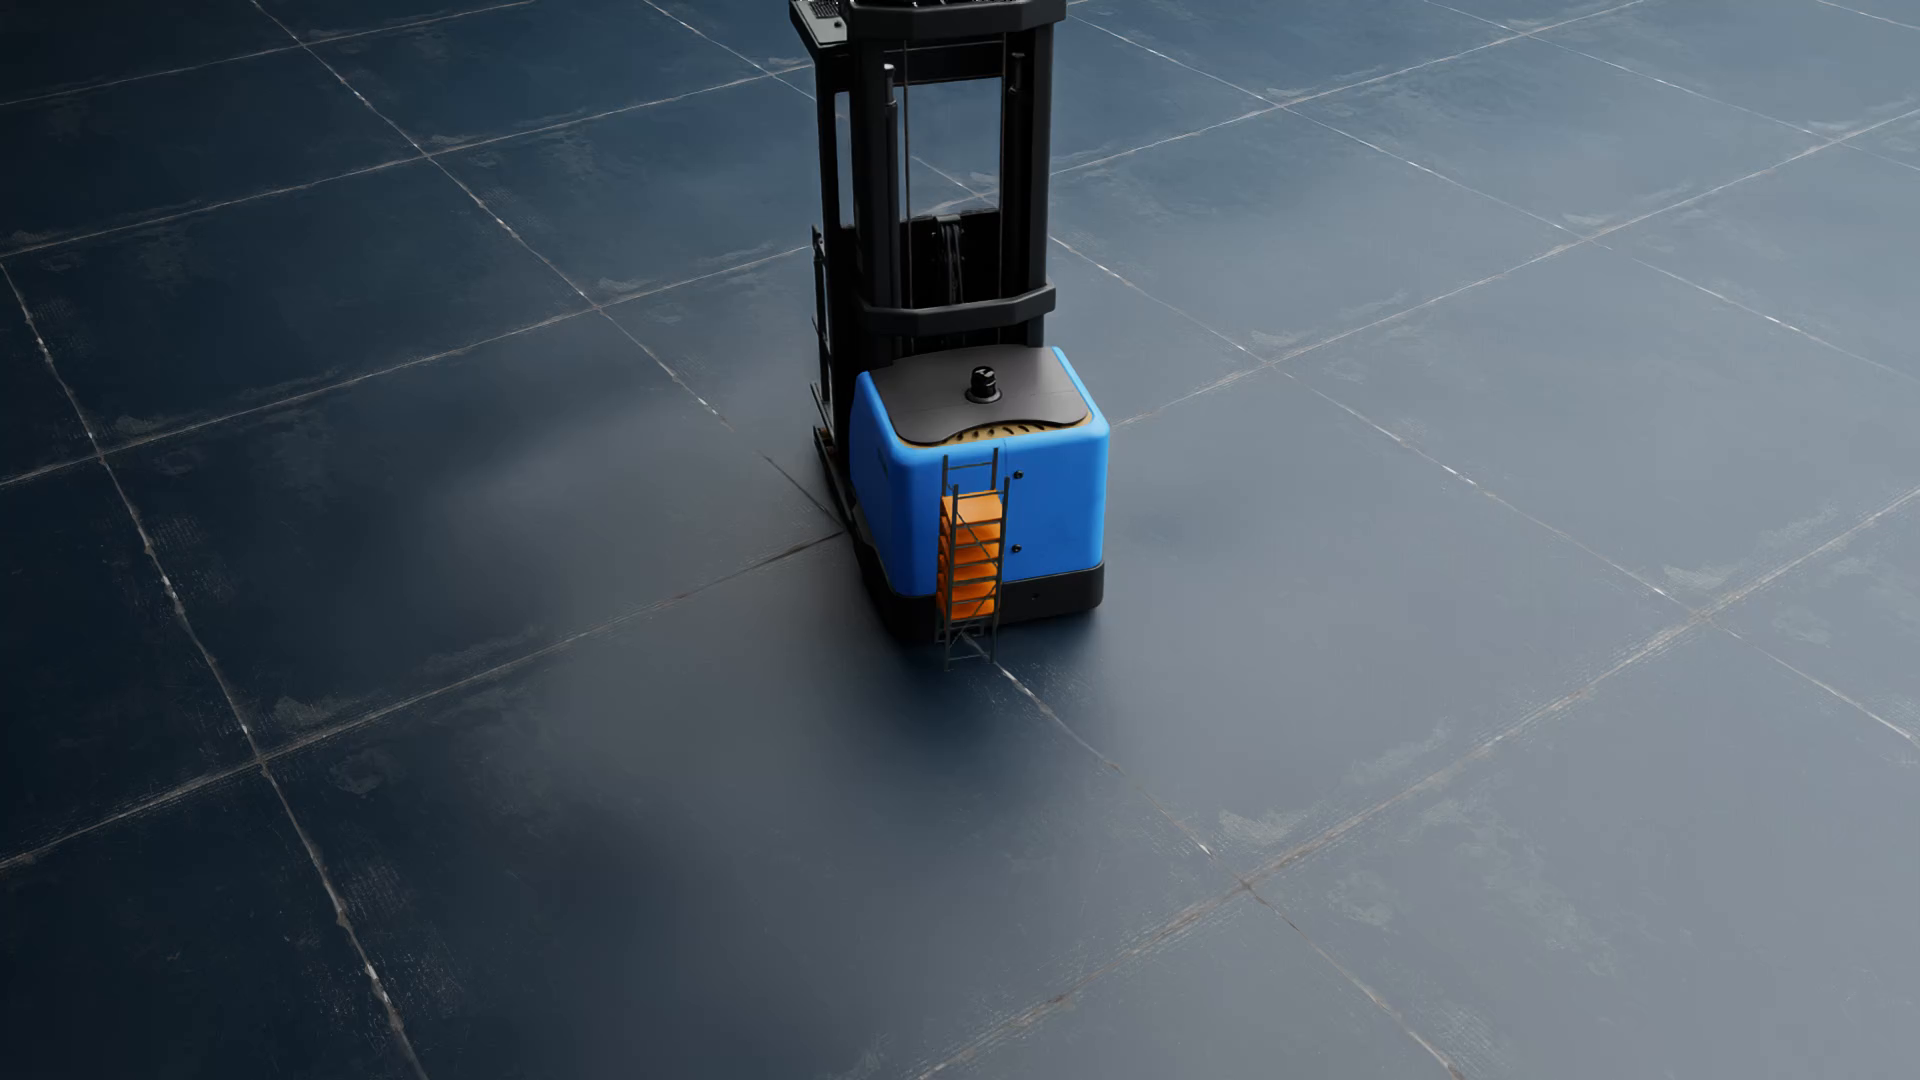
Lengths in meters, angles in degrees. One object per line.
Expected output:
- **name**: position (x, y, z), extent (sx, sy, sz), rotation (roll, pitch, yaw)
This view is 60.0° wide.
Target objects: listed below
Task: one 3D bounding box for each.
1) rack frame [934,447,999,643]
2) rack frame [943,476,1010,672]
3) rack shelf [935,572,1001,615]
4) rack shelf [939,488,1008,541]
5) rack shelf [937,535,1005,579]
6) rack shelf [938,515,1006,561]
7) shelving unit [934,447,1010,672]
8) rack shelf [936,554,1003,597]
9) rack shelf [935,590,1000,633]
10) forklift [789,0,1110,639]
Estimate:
- **rack frame**: position (0.021, 0.047, 7.429), extent (0.240, 1.200, 0.006), rotation (-8, 47, -12)
- **rack frame**: position (0.065, 0.175, 7.306), extent (0.240, 1.200, 0.006), rotation (-8, 47, -12)
- **rack shelf**: position (0.036, 0.226, 7.485), extent (0.258, 0.103, 0.180), rotation (-8, 47, -12)
- **rack shelf**: position (0.057, -0.110, 7.143), extent (0.258, 0.103, 0.180), rotation (-8, 47, -12)
- **rack shelf**: position (0.046, 0.058, 7.314), extent (0.258, 0.103, 0.180), rotation (-8, 47, -12)
- **rack shelf**: position (0.051, -0.026, 7.229), extent (0.258, 0.103, 0.180), rotation (-8, 47, -12)
- **shelving unit**: position (0.043, 0.111, 7.368), extent (0.258, 1.200, 0.189), rotation (-8, 47, -12)
- **rack shelf**: position (0.041, 0.142, 7.400), extent (0.258, 0.103, 0.180), rotation (-8, 47, -12)
- **rack shelf**: position (0.031, 0.311, 7.570), extent (0.258, 0.103, 0.180), rotation (-8, 47, -12)
- **forklift**: position (-0.180, -1.587, 8.260), extent (1.130, 2.935, 3.031), rotation (-9, 37, -12)
